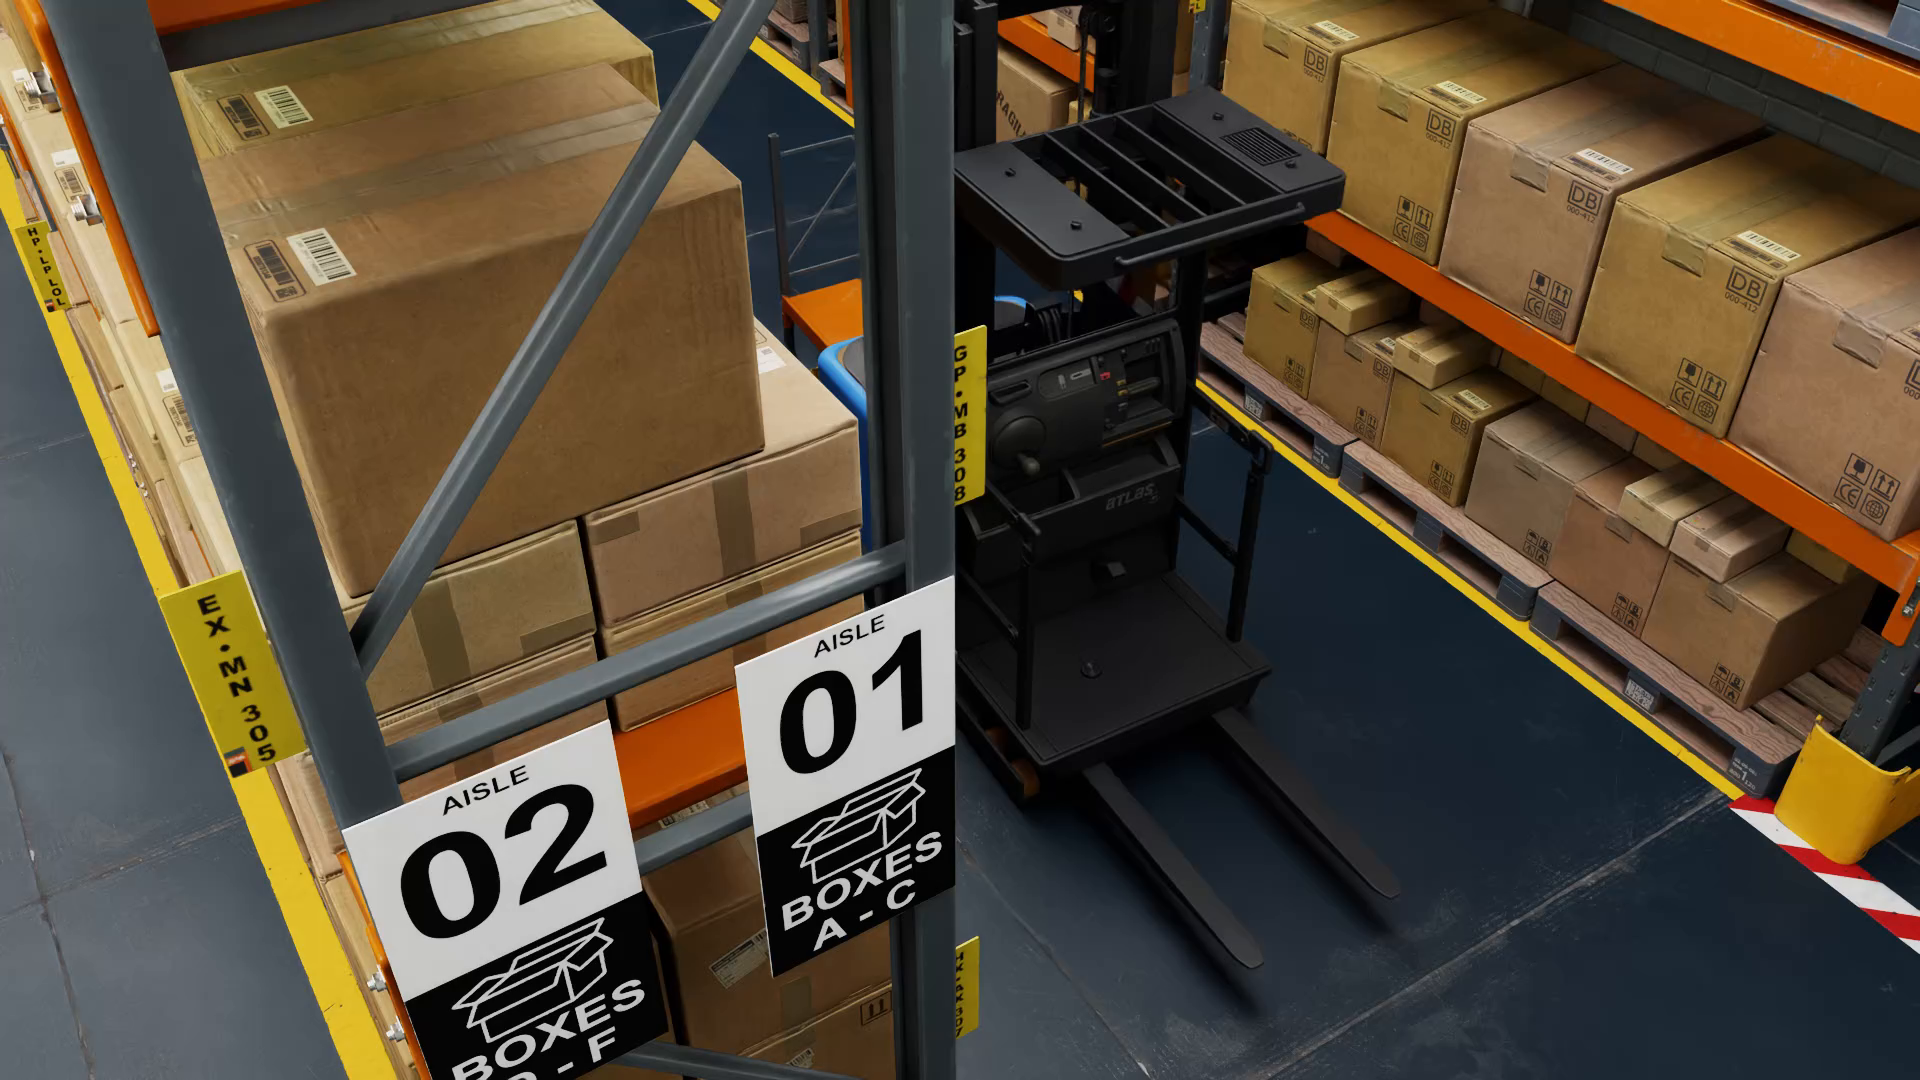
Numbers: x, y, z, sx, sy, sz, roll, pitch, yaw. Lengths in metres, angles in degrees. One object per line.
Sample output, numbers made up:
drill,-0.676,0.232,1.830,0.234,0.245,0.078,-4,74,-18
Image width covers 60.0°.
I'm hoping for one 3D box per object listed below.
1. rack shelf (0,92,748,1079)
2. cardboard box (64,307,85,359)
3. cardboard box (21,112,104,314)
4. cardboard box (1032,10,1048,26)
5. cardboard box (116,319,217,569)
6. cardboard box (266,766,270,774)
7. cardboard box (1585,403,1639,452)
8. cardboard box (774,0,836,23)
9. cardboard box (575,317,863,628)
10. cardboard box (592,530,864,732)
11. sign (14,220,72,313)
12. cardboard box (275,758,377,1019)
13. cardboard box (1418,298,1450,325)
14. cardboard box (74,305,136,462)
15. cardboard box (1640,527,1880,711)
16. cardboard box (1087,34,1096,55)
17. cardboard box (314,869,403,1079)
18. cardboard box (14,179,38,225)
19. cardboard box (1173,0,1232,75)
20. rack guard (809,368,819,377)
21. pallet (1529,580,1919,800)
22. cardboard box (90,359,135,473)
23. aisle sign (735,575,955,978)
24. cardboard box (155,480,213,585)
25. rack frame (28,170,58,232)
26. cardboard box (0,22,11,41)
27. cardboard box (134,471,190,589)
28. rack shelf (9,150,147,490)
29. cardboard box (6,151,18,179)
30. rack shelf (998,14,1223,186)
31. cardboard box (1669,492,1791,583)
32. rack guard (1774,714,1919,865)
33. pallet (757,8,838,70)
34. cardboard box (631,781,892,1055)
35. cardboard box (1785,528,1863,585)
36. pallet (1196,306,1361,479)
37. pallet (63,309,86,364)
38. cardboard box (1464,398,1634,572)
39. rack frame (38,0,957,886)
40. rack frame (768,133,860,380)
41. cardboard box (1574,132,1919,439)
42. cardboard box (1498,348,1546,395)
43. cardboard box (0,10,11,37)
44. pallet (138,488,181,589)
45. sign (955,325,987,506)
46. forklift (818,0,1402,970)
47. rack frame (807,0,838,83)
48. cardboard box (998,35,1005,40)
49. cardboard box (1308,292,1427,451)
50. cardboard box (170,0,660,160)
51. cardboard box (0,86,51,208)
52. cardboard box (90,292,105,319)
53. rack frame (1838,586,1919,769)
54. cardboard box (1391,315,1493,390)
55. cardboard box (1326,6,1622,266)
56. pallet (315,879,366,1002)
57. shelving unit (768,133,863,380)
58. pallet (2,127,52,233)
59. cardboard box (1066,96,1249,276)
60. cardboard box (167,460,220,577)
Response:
rack shelf,-1.535,-0.464,4.183,1.077,0.370,4.000,-22,45,-24
cardboard box,-4.206,-1.138,8.382,0.500,0.500,0.500,-23,45,-25
cardboard box,-1.760,-0.794,3.743,0.500,0.250,0.500,-22,45,-24
cardboard box,0.619,-2.932,9.106,0.380,0.149,0.250,-22,45,-24
cardboard box,-1.220,-0.255,3.096,0.500,0.250,0.500,-22,45,-24
cardboard box,-1.747,0.483,4.749,0.500,0.500,0.500,-23,45,-25
cardboard box,2.945,-0.556,7.192,0.380,0.149,0.250,-22,44,-24
cardboard box,-1.018,-4.113,11.952,0.700,0.500,0.500,-22,44,-24
cardboard box,-0.517,-0.162,2.985,0.500,0.250,0.500,-22,45,-24
cardboard box,-0.522,0.032,3.143,0.500,0.250,0.500,-22,45,-24
sign,-3.077,-0.920,5.606,0.100,0.325,0.005,-22,45,-24
cardboard box,-1.204,0.651,3.767,0.500,0.500,0.500,-21,44,-23
cardboard box,2.396,-1.107,7.853,0.380,0.149,0.250,-24,45,-26
cardboard box,-2.317,-0.461,5.101,0.500,0.500,0.500,-24,45,-26
cardboard box,3.254,0.240,6.744,0.700,0.500,0.500,-22,45,-24
cardboard box,0.886,-2.654,8.773,0.380,0.149,0.250,-21,44,-23
cardboard box,-1.212,1.026,4.097,0.500,0.500,0.500,-22,45,-24
cardboard box,-4.758,-1.691,9.046,0.500,0.500,0.500,-20,44,-23
cardboard box,1.103,-2.698,8.318,0.500,0.500,0.500,-23,45,-25
rack guard,-0.648,-0.863,8.591,0.587,0.250,0.087,-20,44,-22
pallet,3.219,0.451,7.044,1.003,0.211,1.213,-22,45,-24
cardboard box,-3.646,-0.585,7.717,0.500,0.500,0.500,-22,44,-24
aisle sign,-0.176,0.428,2.862,0.394,0.787,0.004,-22,45,-24
cardboard box,-1.762,0.095,4.433,0.500,0.500,0.500,-21,44,-23
rack frame,-2.611,-0.668,6.208,1.000,3.000,0.127,-22,45,-24
cardboard box,-2.288,-1.337,4.395,0.500,0.250,0.500,-22,45,-24
cardboard box,-3.118,-0.044,7.069,0.500,0.500,0.500,-22,45,-25
rack shelf,-3.686,-1.471,7.734,1.077,0.370,4.000,-22,45,-24
cardboard box,-5.251,-2.345,9.603,0.500,0.311,0.500,-21,44,-23
rack shelf,0.488,-3.178,9.783,1.077,0.370,4.000,-22,45,-24
cardboard box,3.031,-0.016,6.544,0.380,0.149,0.250,-23,45,-25
rack guard,3.727,0.757,6.451,1.175,0.500,0.348,-22,45,-24
pallet,-1.006,-3.885,12.247,1.003,0.211,1.213,-22,45,-24
cardboard box,-0.476,0.738,3.661,0.500,0.500,0.500,-21,44,-23
cardboard box,3.490,-0.011,6.538,0.380,0.149,0.250,-22,45,-24
pallet,1.907,-0.866,8.625,1.003,0.211,1.213,-22,45,-24
pallet,-4.392,-1.339,9.193,1.003,0.211,1.213,-22,45,-24
cardboard box,2.714,-0.302,7.393,0.700,0.500,0.500,-24,45,-26
rack frame,-0.460,-0.813,1.697,1.000,3.000,0.127,-22,45,-24
rack frame,-0.658,-1.354,8.204,0.500,1.500,0.032,-20,44,-22
cardboard box,3.031,-0.992,6.363,0.980,0.700,0.700,-23,45,-25
cardboard box,2.671,-0.831,7.522,0.380,0.149,0.250,-23,45,-25
cardboard box,-2.168,-1.675,4.214,0.700,0.500,0.500,-22,45,-24
pallet,-3.080,-0.022,7.612,1.003,0.211,1.213,-22,45,-24
sign,-0.003,-0.184,2.601,0.100,0.325,0.005,-22,45,-24
forklift,0.540,-0.444,5.994,1.130,2.935,3.031,-20,44,-22
rack frame,-0.587,-4.534,10.848,1.000,3.000,0.127,-22,45,-24
cardboard box,0.163,-2.952,10.301,0.750,0.750,0.750,-22,45,-25
cardboard box,2.147,-0.865,8.069,0.700,0.500,0.500,-23,45,-25
cardboard box,-0.948,-0.654,2.990,0.700,0.500,0.500,-22,45,-24
cardboard box,-2.293,-1.144,4.553,0.500,0.250,0.500,-22,45,-24
cardboard box,-1.753,-0.604,3.906,0.500,0.250,0.500,-22,45,-24
rack frame,3.715,-0.216,5.666,1.000,3.000,0.127,-22,45,-24
cardboard box,2.191,-0.857,7.553,0.380,0.149,0.250,-23,45,-26
cardboard box,2.230,-1.796,7.328,0.980,0.700,0.700,-23,45,-25
pallet,-1.582,1.434,5.865,1.003,0.211,1.213,-22,45,-24
shelving unit,-0.404,-1.066,7.857,0.587,1.500,1.083,-20,44,-22
pallet,-3.712,-1.705,7.603,1.003,0.211,1.213,-22,45,-24
cardboard box,1.105,-2.016,9.178,0.750,0.750,0.750,-22,44,-24
cardboard box,-1.218,-0.064,3.257,0.500,0.250,0.500,-22,45,-24
